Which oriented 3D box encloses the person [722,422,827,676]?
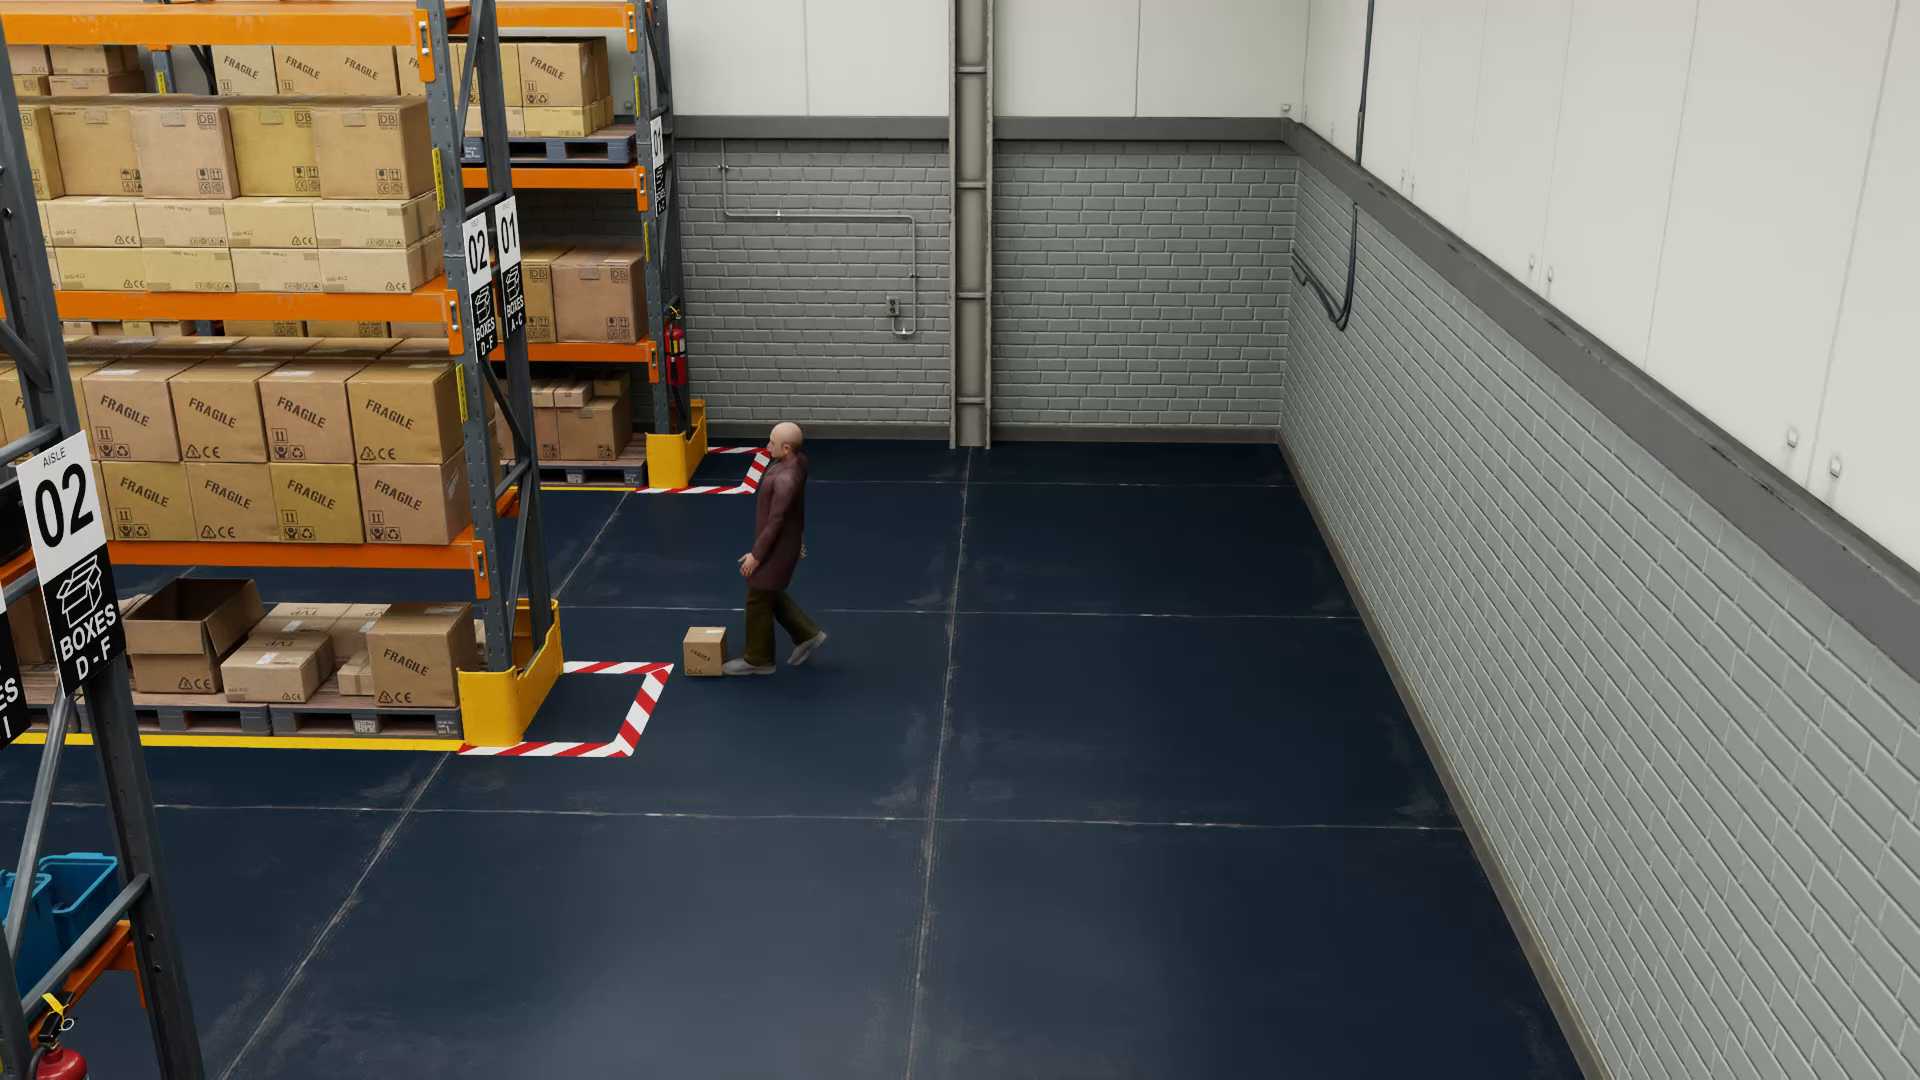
[{"bbox_3d":[-1.258,0.071,10.992,0.708,1.795,0.606,1,20,2],"label":"person"}]
